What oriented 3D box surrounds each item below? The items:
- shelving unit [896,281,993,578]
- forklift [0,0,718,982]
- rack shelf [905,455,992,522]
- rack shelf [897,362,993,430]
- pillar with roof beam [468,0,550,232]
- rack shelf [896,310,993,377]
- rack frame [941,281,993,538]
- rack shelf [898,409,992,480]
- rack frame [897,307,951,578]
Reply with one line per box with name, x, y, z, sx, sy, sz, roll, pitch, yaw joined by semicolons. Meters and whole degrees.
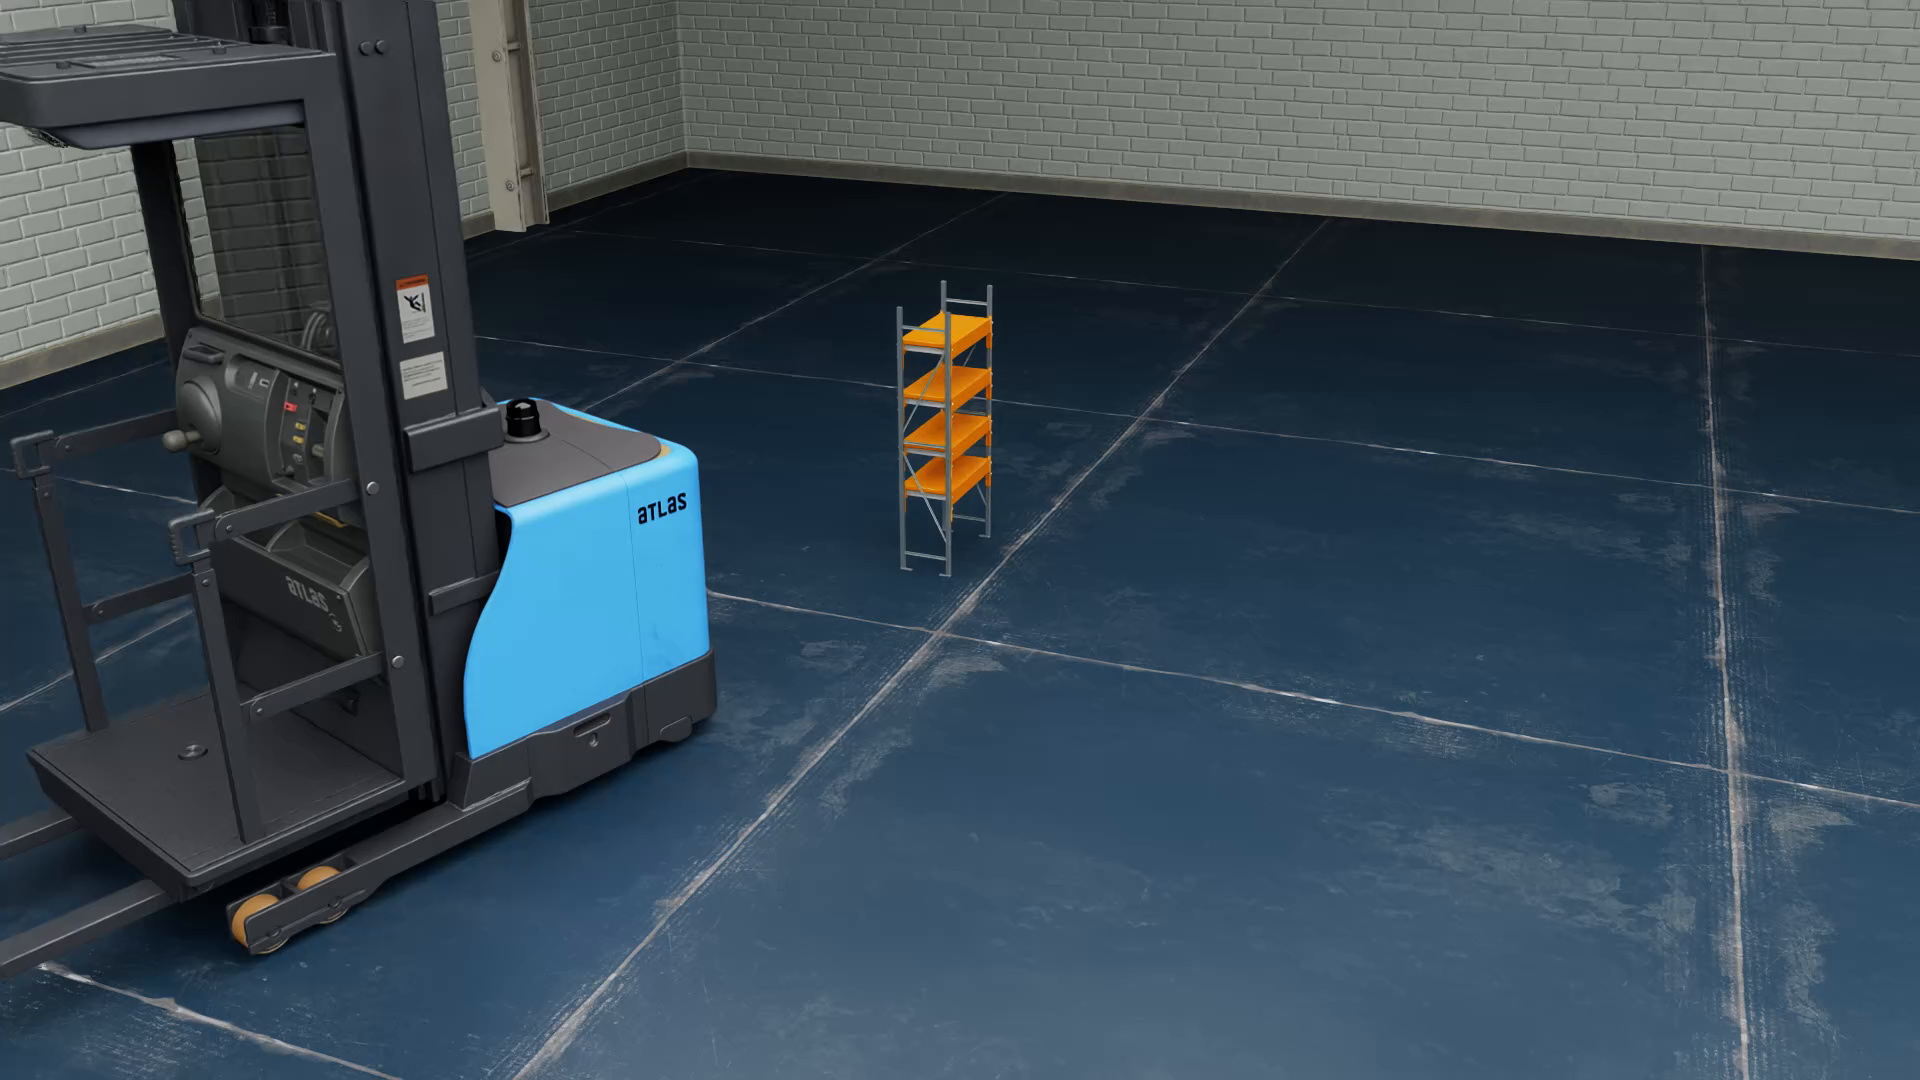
shelving unit;-0.061;-0.494;7.377;0.258;1.200;0.503;9;24;20
forklift;-2.230;-0.365;4.820;1.130;2.935;3.031;18;29;37
rack shelf;-0.061;-0.249;7.479;0.258;0.148;0.480;9;24;20
rack shelf;-0.061;-0.639;7.317;0.258;0.148;0.480;9;24;20
pillar with roof beam;0.267;-6.205;10.931;9.100;9.000;0.400;9;24;20
rack shelf;-0.062;-0.857;7.225;0.258;0.148;0.480;9;24;20
rack frame;0.029;-0.582;7.586;0.240;1.200;0.015;9;24;20
rack shelf;-0.061;-0.432;7.403;0.258;0.148;0.480;9;24;20
rack frame;-0.152;-0.407;7.168;0.240;1.200;0.015;9;24;20
